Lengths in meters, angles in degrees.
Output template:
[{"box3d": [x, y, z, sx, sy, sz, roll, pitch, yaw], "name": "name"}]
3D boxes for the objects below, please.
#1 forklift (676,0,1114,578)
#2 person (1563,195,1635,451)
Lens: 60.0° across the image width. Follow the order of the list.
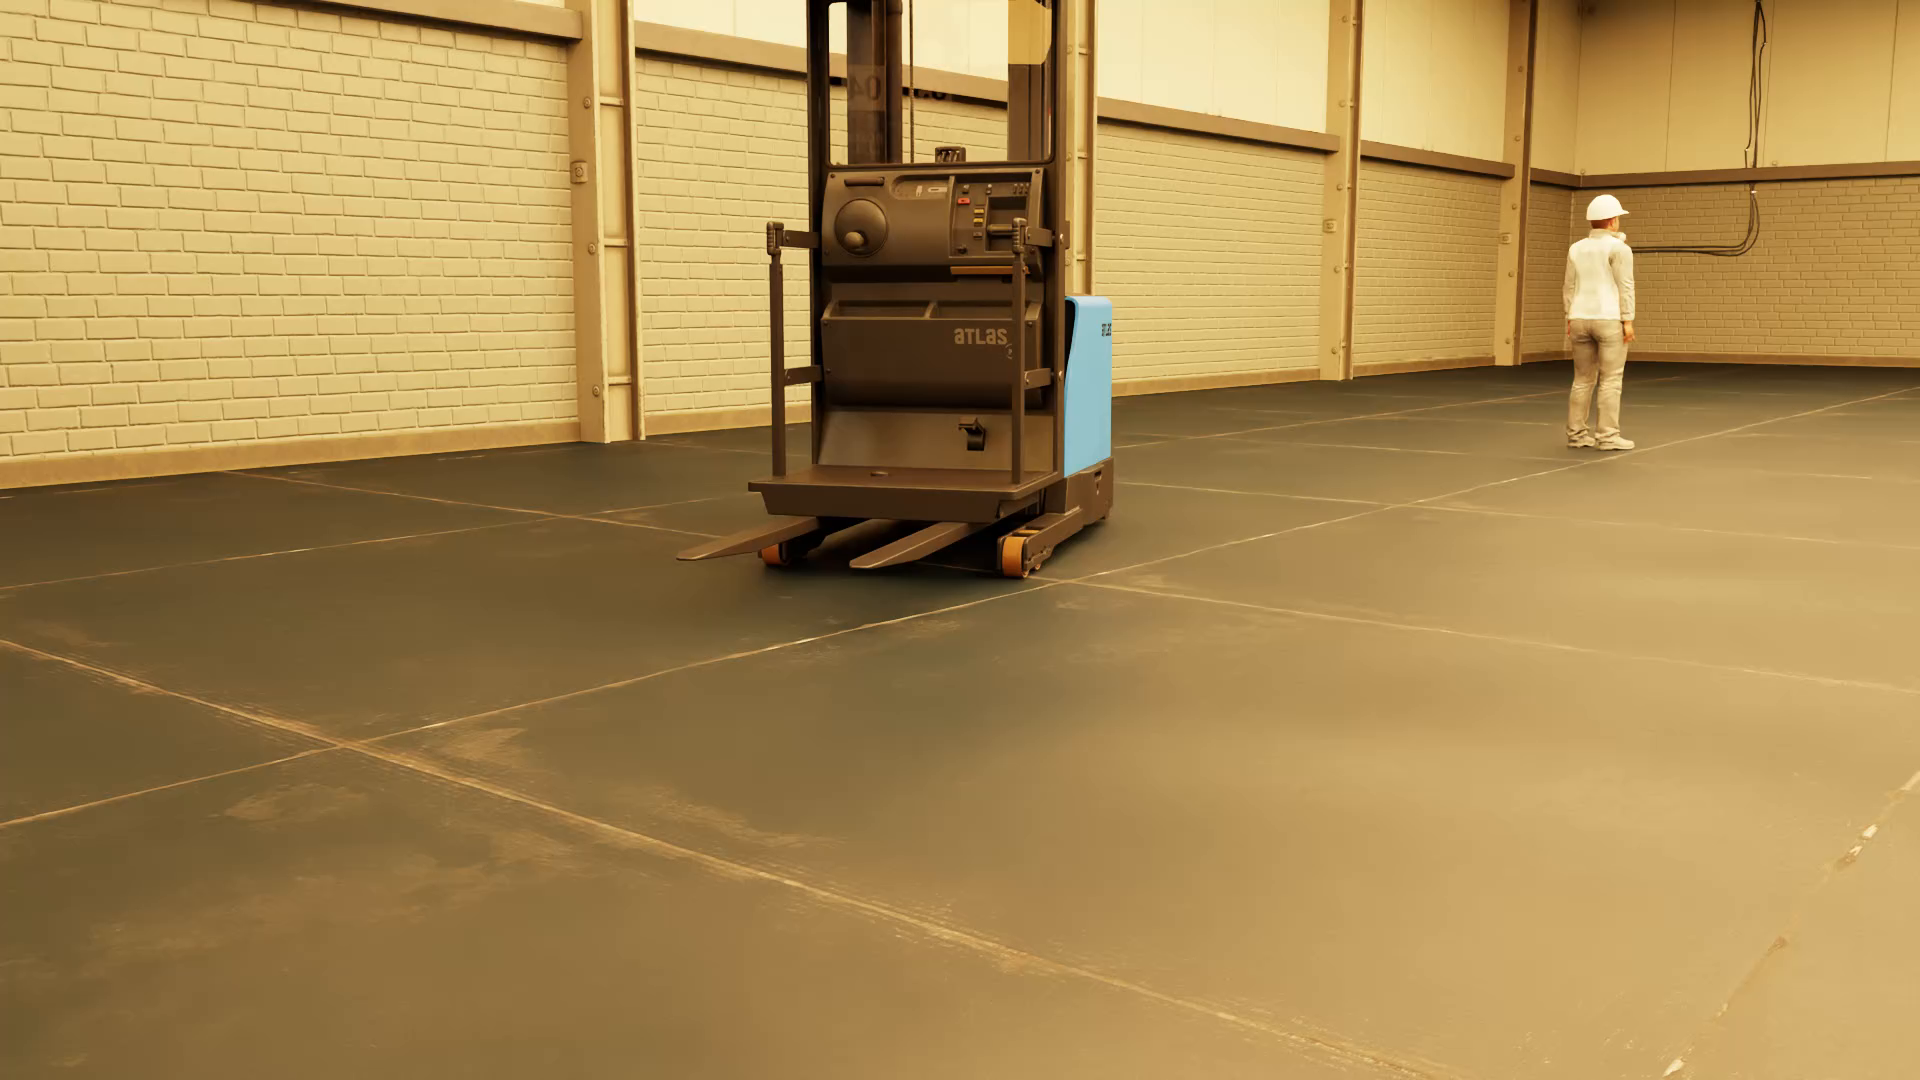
[{"box3d": [-0.176, -1.366, 6.616, 1.130, 2.935, 3.031, 3, 9, 17], "name": "forklift"}, {"box3d": [4.534, -1.533, 11.763, 0.358, 1.776, 0.533, -6, 10, -34], "name": "person"}]
